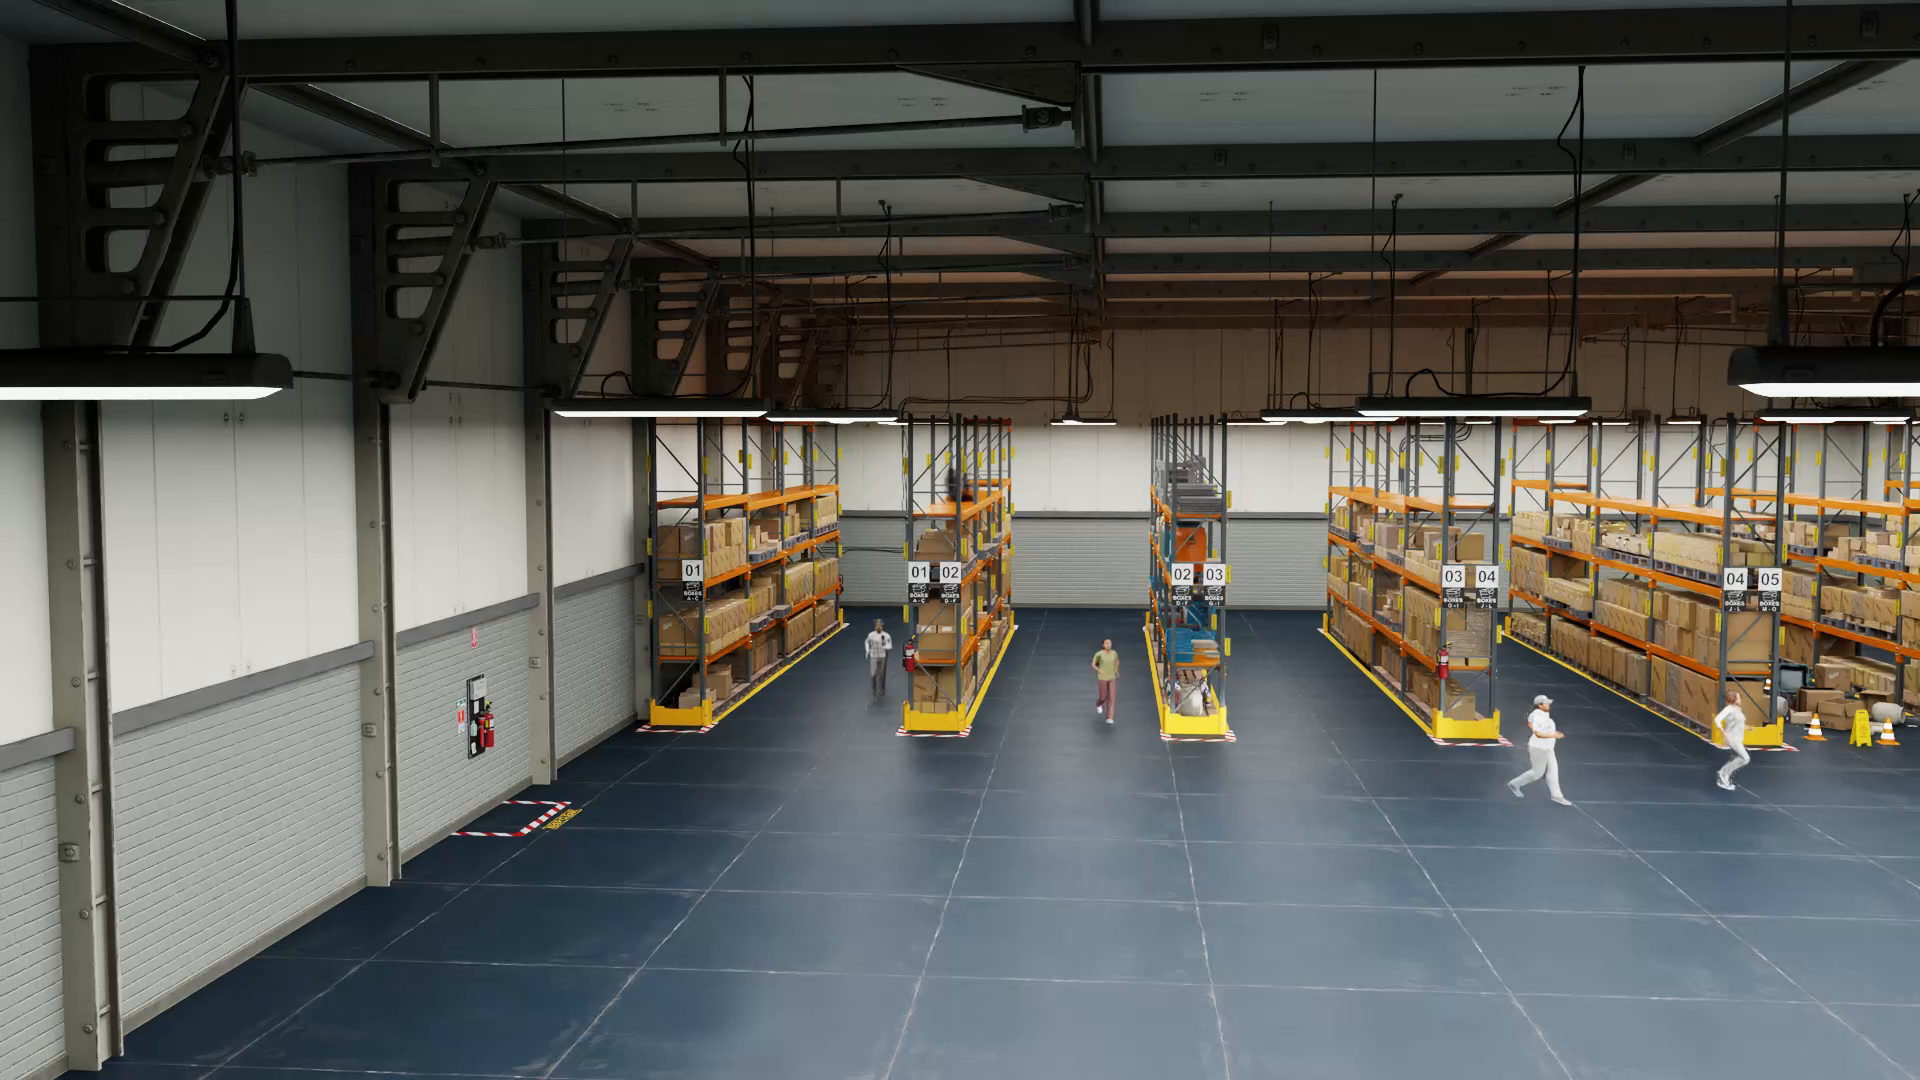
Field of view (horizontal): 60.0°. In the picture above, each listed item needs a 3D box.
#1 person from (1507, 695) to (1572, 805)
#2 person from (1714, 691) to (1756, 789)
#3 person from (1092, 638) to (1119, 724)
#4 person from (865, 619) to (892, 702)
[{"bbox_3d":[8.814,3.179,25.251,0.924,1.666,0.606,2,4,27],"label":"person"},{"bbox_3d":[12.253,3.169,26.268,0.571,1.563,0.513,4,5,43],"label":"person"},{"bbox_3d":[2.853,2.715,32.399,0.579,1.650,0.924,-1,4,-9],"label":"person"},{"bbox_3d":[-1.717,2.525,35.017,0.576,1.749,0.732,0,4,-1],"label":"person"}]
